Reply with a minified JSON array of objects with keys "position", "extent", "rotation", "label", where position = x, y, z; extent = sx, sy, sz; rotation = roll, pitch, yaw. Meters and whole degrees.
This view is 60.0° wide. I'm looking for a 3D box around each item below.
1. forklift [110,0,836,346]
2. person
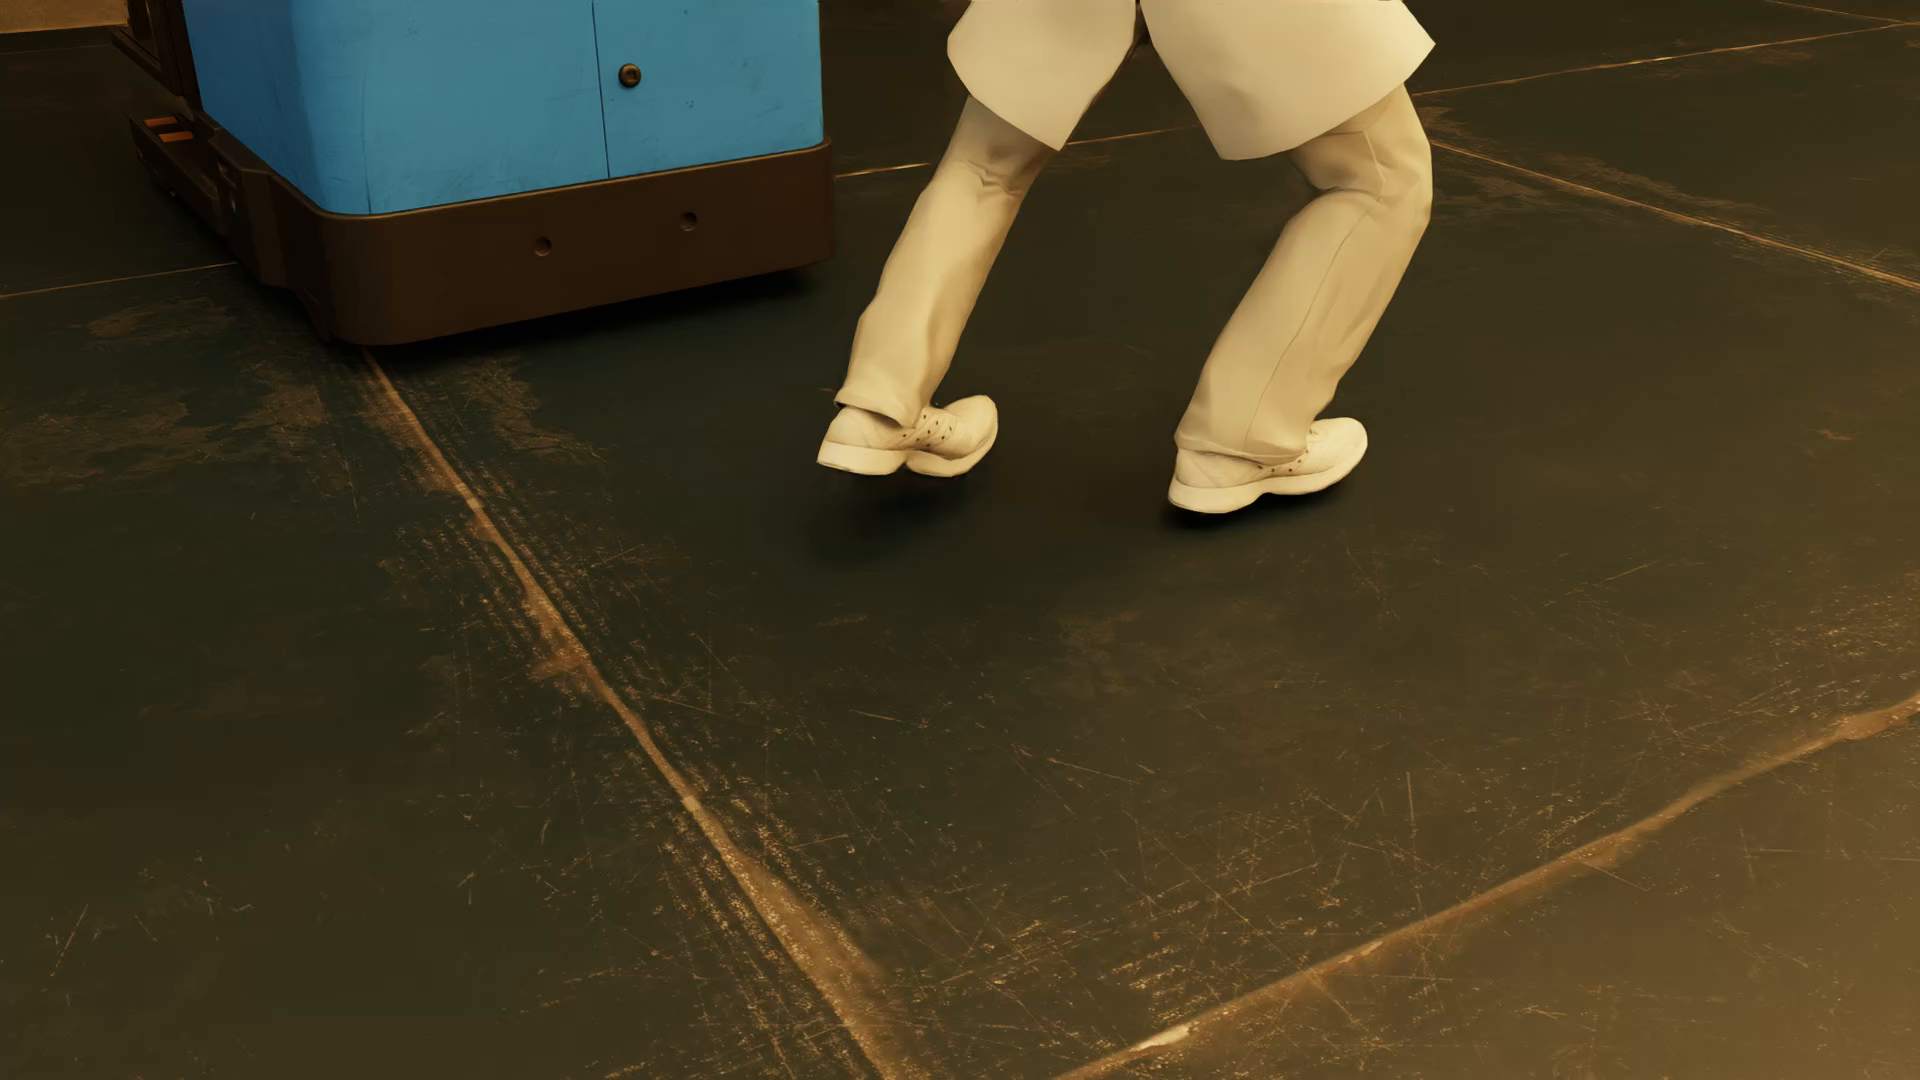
[{"position":[-1.504,-2.279,3.752],"extent":[1.130,2.935,3.031],"rotation":[-17,31,-30],"label":"forklift"},{"position":[0.387,-0.793,2.296],"extent":[0.977,1.571,0.898],"rotation":[14,30,25],"label":"person"}]
